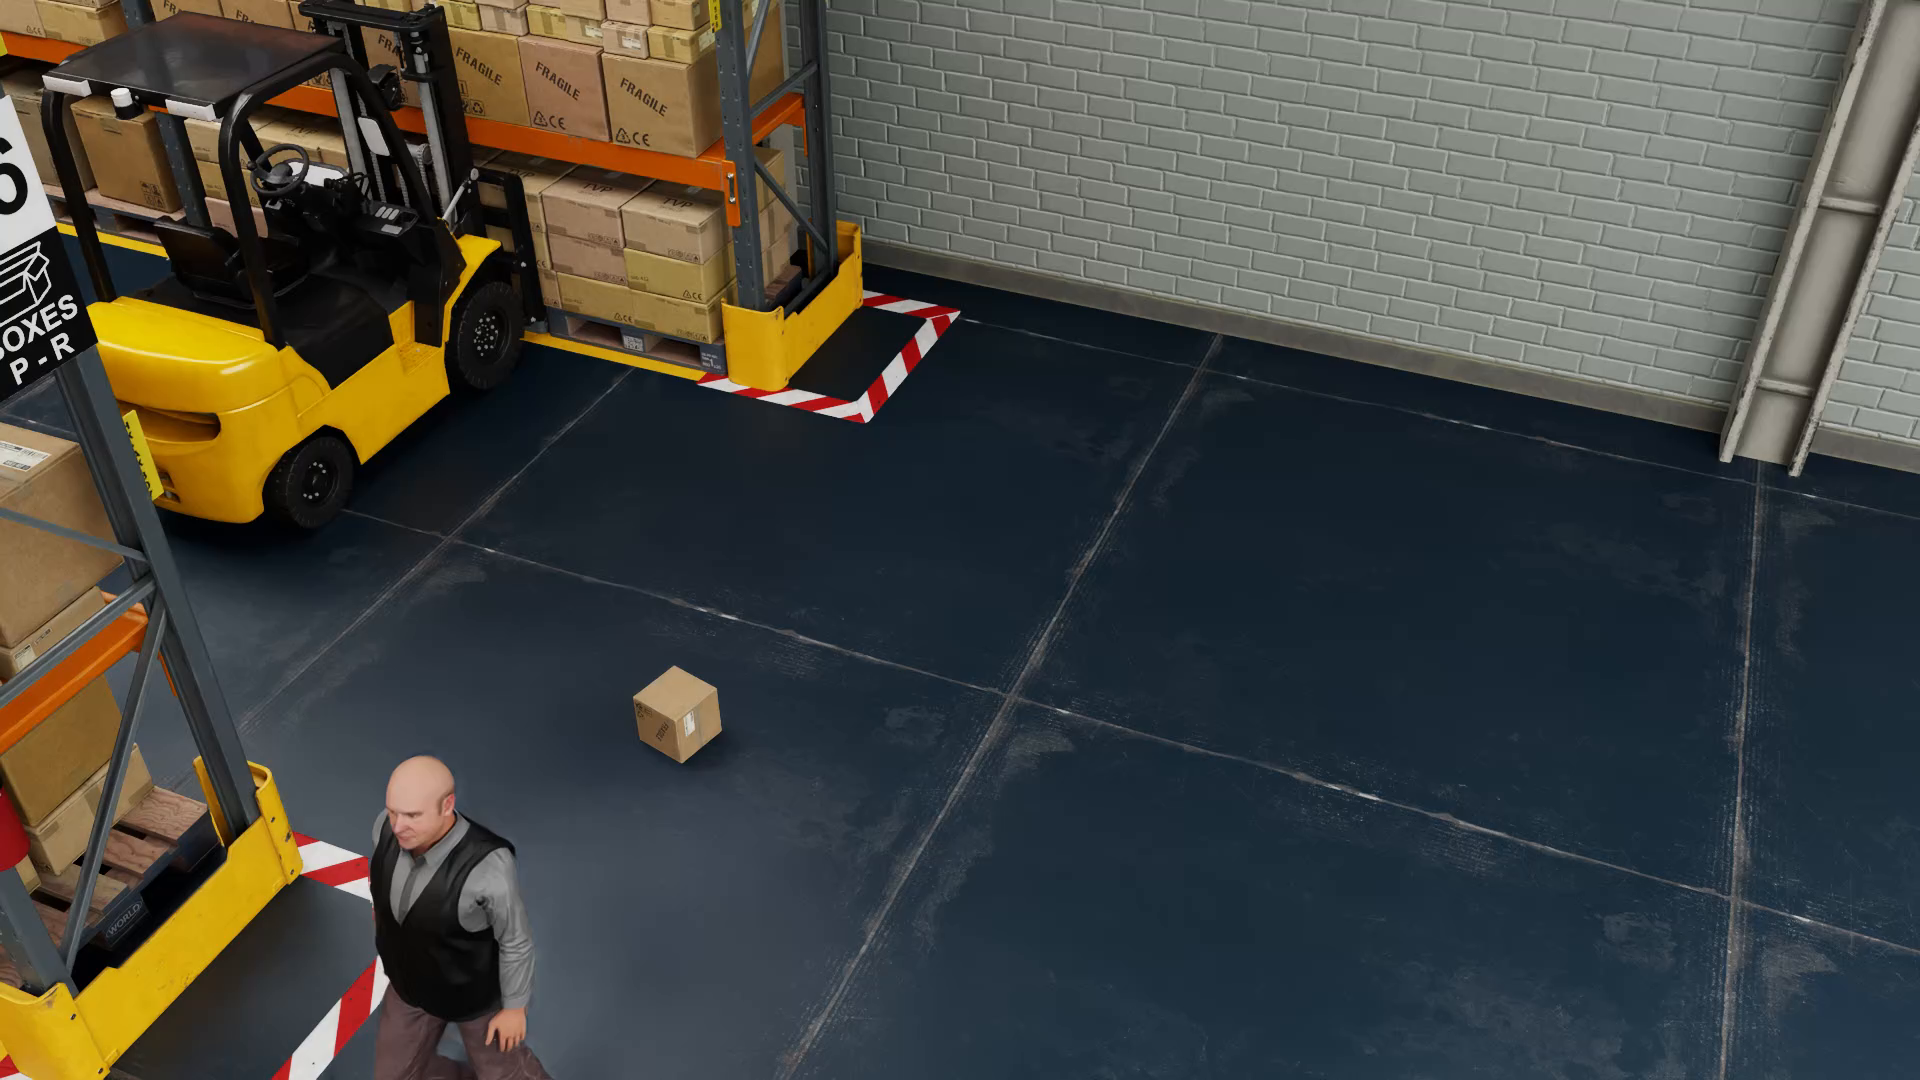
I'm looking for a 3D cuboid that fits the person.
[{"bbox_3d":[-1.532,1.372,5.024,0.564,1.754,0.476,16,40,20],"label":"person"}]
